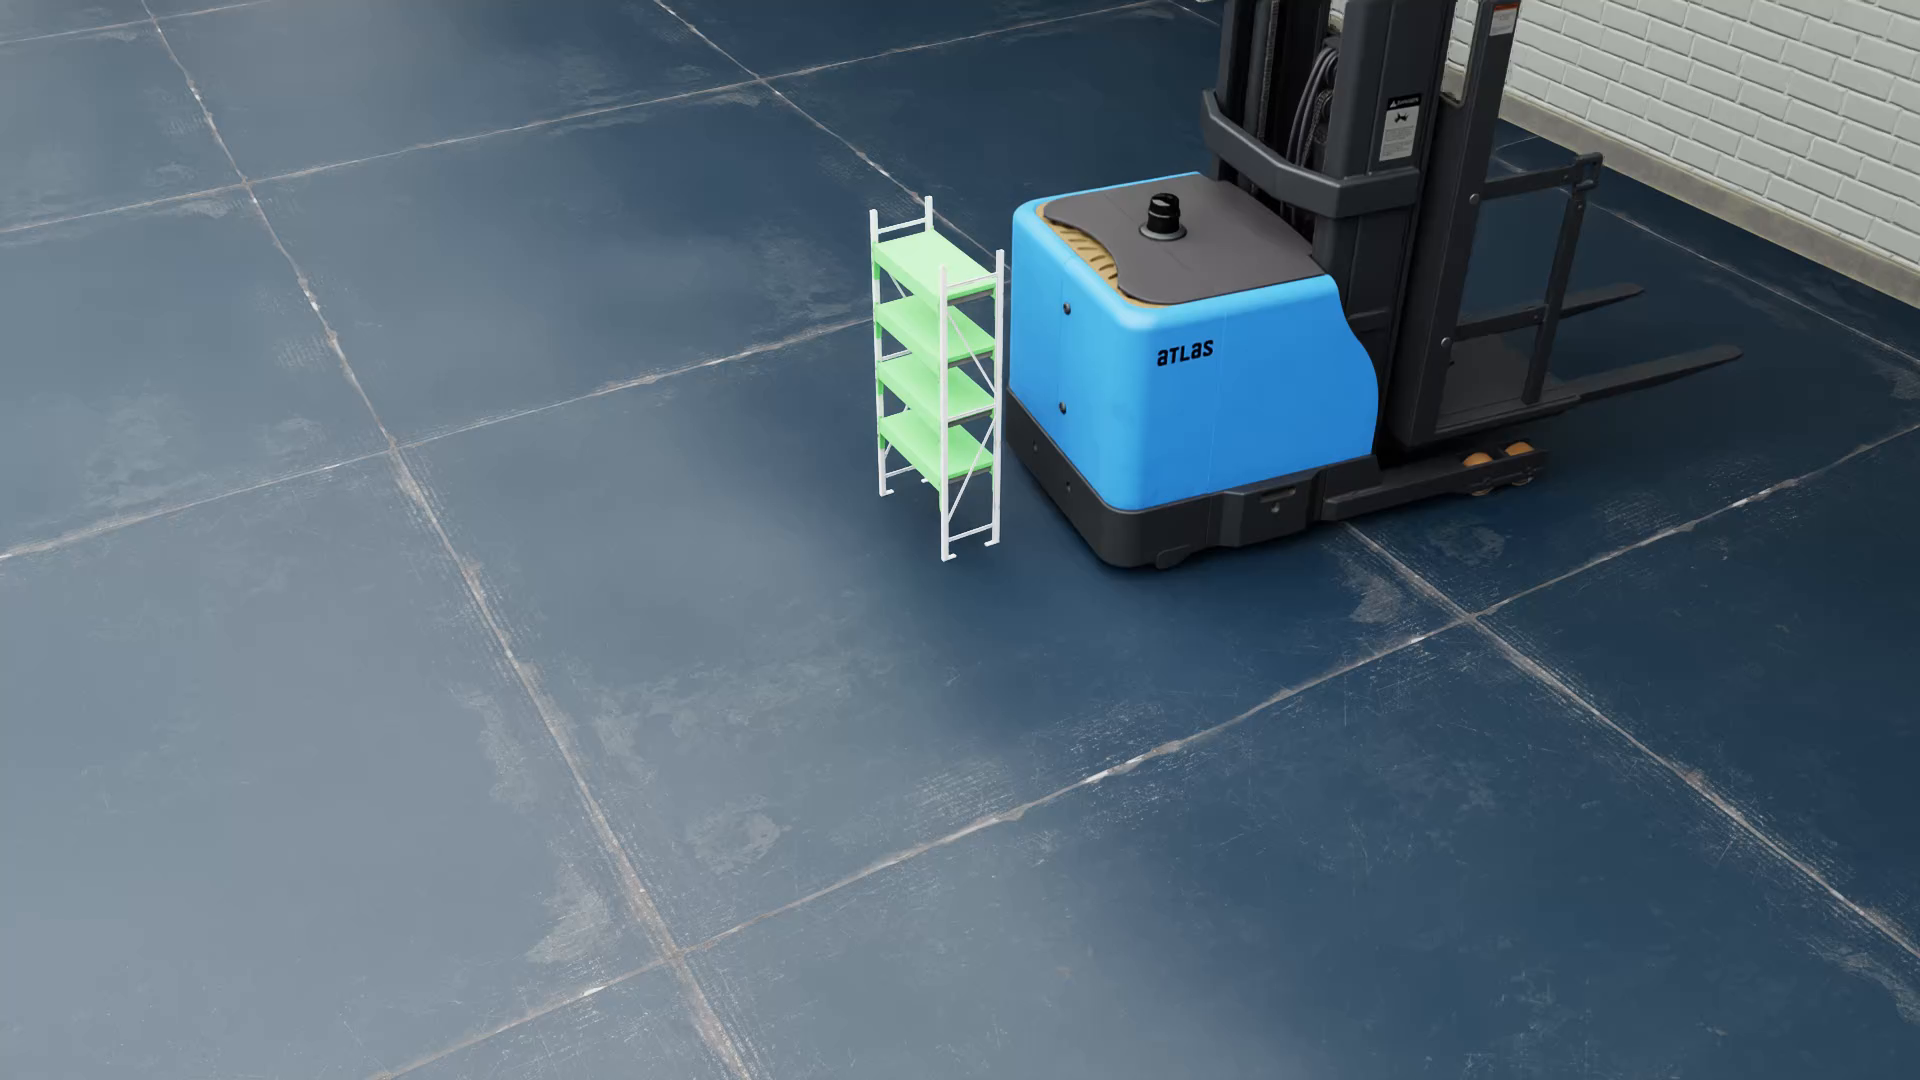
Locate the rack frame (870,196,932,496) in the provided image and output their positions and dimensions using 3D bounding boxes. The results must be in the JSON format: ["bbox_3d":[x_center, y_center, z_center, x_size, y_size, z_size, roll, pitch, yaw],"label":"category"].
[{"bbox_3d":[-0.206,-0.693,6.182,0.240,1.200,0.015,-19,40,-24],"label":"rack frame"}]

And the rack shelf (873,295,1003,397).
[{"bbox_3d":[-0.083,-0.711,5.908,0.258,0.148,0.480,-19,40,-24],"label":"rack shelf"}]

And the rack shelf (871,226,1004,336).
[{"bbox_3d":[-0.083,-0.905,5.766,0.258,0.148,0.480,-19,40,-24],"label":"rack shelf"}]

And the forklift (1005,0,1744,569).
[{"bbox_3d":[1.749,-1.630,5.997,3.031,2.935,1.130,-14,38,-18],"label":"forklift"}]

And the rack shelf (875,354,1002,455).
[{"bbox_3d":[-0.083,-0.517,6.049,0.258,0.148,0.480,-19,40,-24],"label":"rack shelf"}]

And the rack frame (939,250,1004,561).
[{"bbox_3d":[0.039,-0.445,5.841,0.240,1.200,0.015,-19,40,-24],"label":"rack frame"}]

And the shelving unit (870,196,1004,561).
[{"bbox_3d":[-0.083,-0.569,6.012,0.258,1.200,0.503,-19,40,-24],"label":"shelving unit"}]

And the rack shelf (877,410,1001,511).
[{"bbox_3d":[-0.083,-0.324,6.191,0.258,0.148,0.480,-19,40,-24],"label":"rack shelf"}]
